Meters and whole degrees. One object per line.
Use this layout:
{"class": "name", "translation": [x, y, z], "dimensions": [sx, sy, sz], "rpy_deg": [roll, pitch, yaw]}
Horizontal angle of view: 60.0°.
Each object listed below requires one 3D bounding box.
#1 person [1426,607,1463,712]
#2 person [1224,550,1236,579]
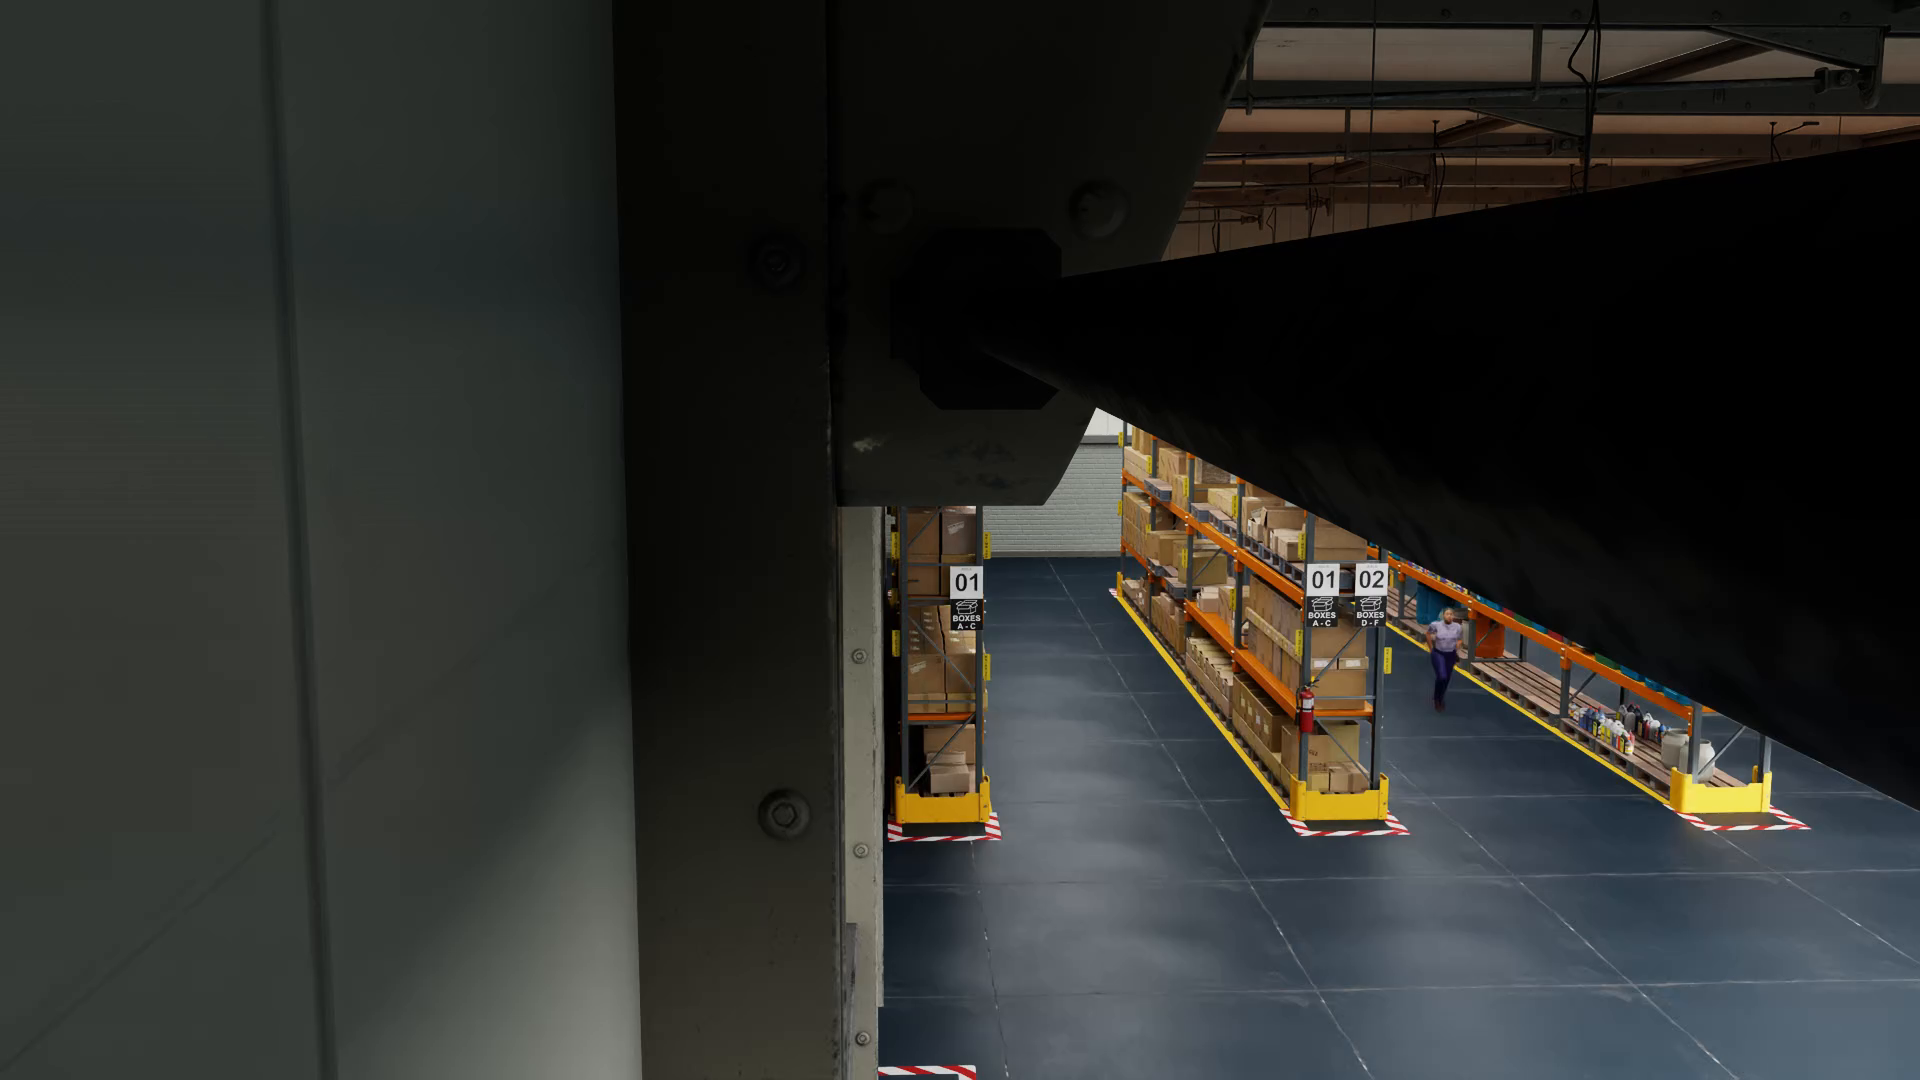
{"class": "person", "translation": [7.649, 1.912, 26.231], "dimensions": [0.499, 1.574, 0.801], "rpy_deg": [-1, 8, -7]}
{"class": "person", "translation": [5.708, 0.547, 35.374], "dimensions": [0.550, 1.714, 0.848], "rpy_deg": [-1, 8, -7]}
